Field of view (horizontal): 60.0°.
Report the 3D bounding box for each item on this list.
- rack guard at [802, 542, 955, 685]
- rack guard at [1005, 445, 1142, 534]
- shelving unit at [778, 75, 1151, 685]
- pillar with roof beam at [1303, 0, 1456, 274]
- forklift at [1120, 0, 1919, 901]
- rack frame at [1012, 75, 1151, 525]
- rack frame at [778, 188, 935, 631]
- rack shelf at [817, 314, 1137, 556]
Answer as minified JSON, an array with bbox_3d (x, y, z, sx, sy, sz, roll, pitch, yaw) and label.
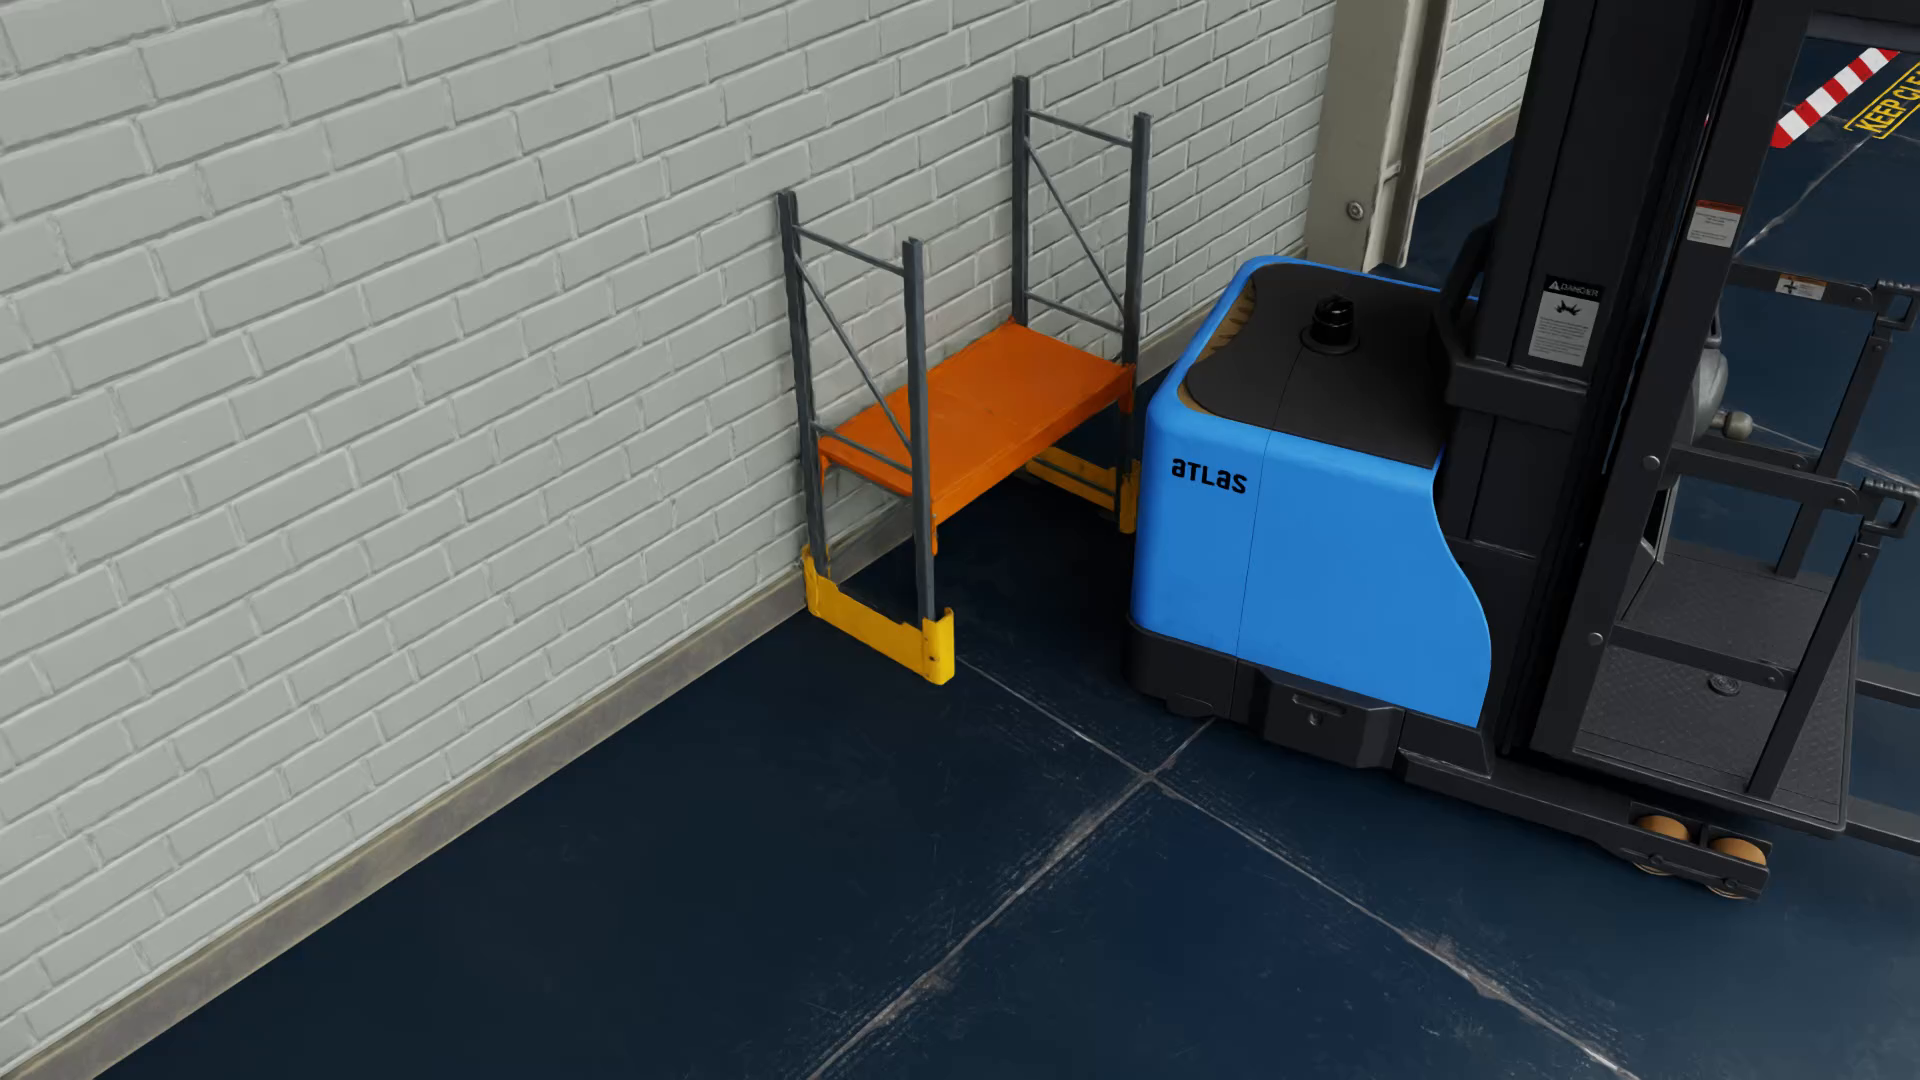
[{"bbox_3d":[-0.260,0.224,5.252,0.587,0.250,0.087,27,46,32],"label":"rack guard"},{"bbox_3d":[0.387,-0.246,5.846,0.587,0.250,0.087,27,46,32],"label":"rack guard"},{"bbox_3d":[0.052,-0.507,5.169,0.587,1.500,1.083,27,46,32],"label":"shelving unit"},{"bbox_3d":[4.882,-2.895,2.160,9.100,9.000,0.400,30,47,32],"label":"pillar with roof beam"},{"bbox_3d":[2.053,-0.552,4.089,3.031,2.935,1.130,16,41,19],"label":"forklift"},{"bbox_3d":[0.376,-0.743,5.466,0.500,1.500,0.032,27,46,32],"label":"rack frame"},{"bbox_3d":[-0.283,-0.263,4.860,0.500,1.500,0.032,27,46,32],"label":"rack frame"},{"bbox_3d":[0.050,-0.360,5.273,0.538,0.185,1.000,27,46,32],"label":"rack shelf"}]
